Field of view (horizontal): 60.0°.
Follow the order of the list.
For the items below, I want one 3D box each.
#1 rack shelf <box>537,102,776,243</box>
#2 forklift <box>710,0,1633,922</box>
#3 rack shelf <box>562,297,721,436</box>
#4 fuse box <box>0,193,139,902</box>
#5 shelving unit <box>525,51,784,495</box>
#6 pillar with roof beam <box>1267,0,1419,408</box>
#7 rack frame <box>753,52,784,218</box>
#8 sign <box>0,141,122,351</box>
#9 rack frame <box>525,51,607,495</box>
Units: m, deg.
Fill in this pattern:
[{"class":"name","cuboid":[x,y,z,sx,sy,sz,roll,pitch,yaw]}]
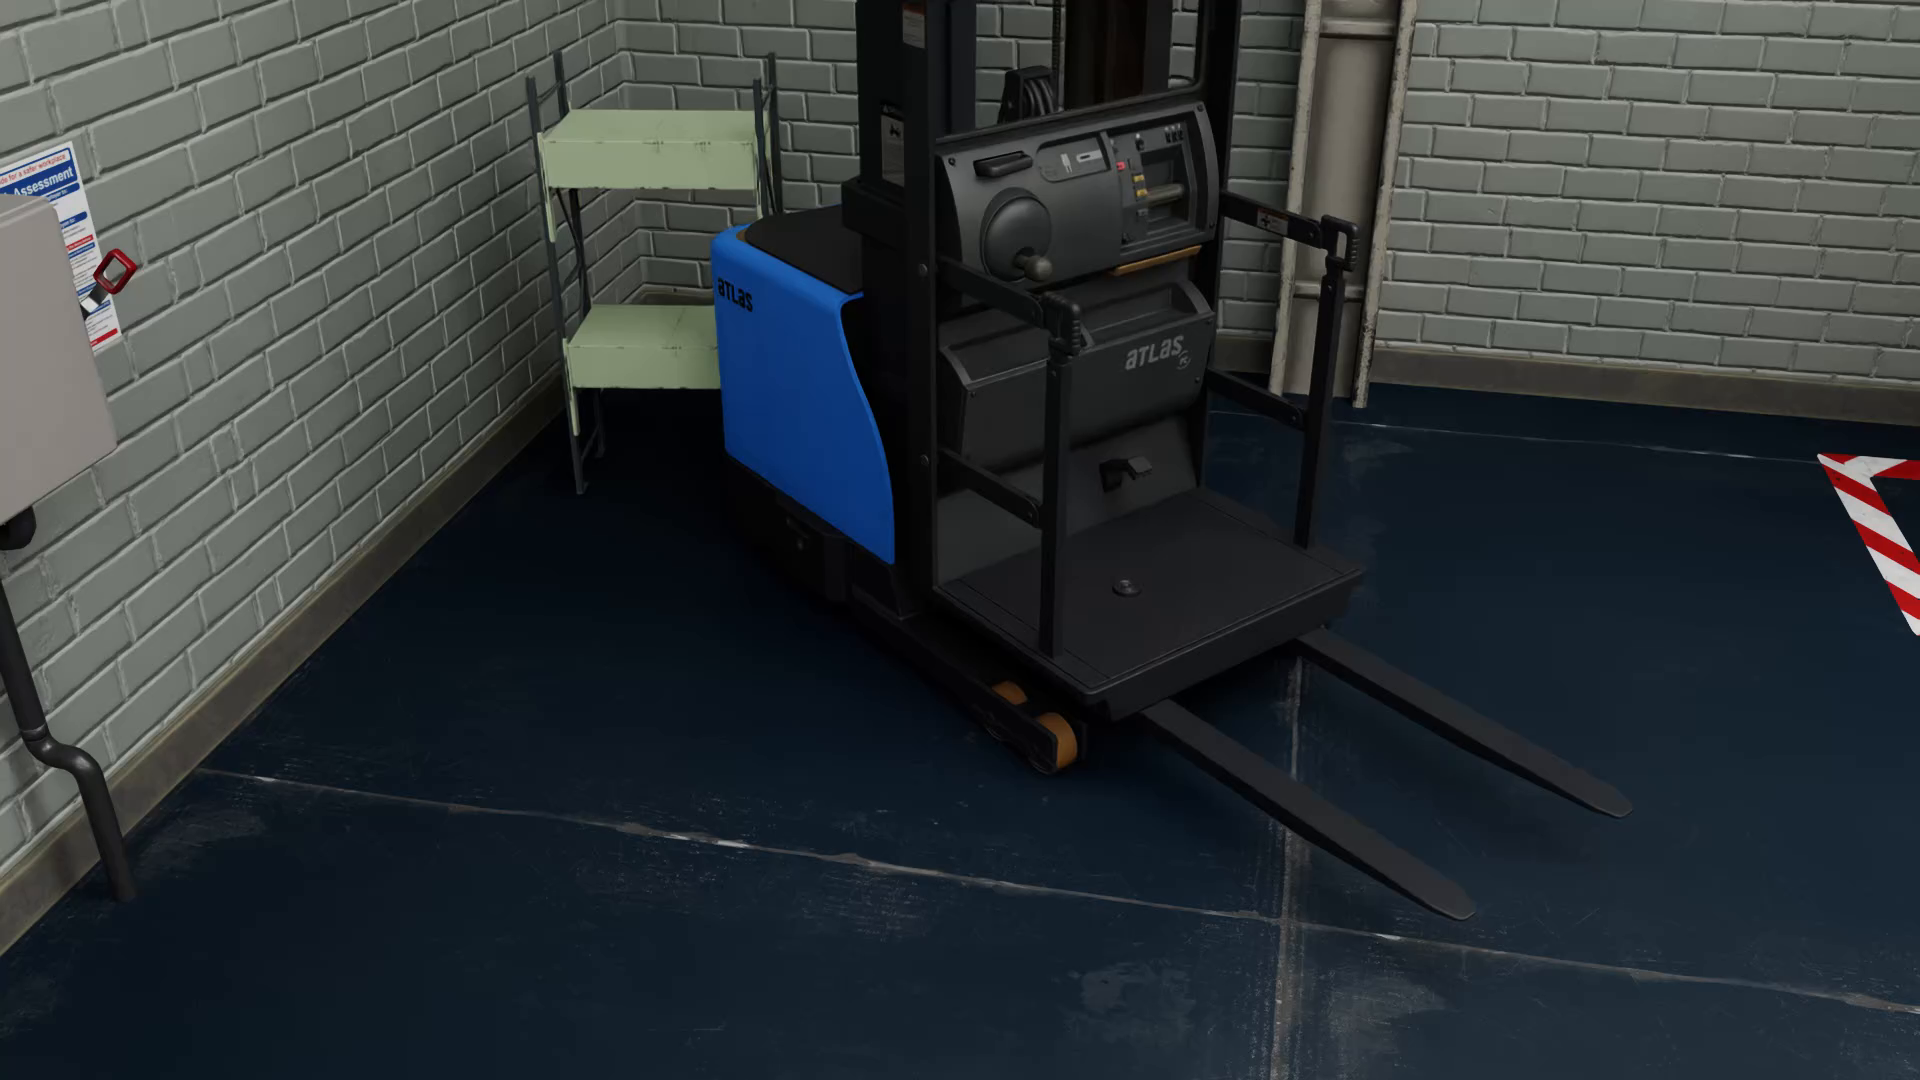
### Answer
[{"class":"rack shelf","cuboid":[-1.012,-1.255,5.668,0.720,0.370,0.431,1,29,2]},{"class":"forklift","cuboid":[0.474,-0.912,4.363,1.130,2.935,3.031,-20,35,-32]},{"class":"rack shelf","cuboid":[-1.012,-0.627,6.012,0.720,0.370,0.431,1,29,2]},{"class":"fuse box","cuboid":[-2.042,0.122,3.745,0.414,1.711,0.539,6,29,11]},{"class":"shelving unit","cuboid":[-1.012,-0.913,5.855,0.755,1.500,0.431,1,29,2]},{"class":"pillar with roof beam","cuboid":[0.582,-2.551,1.039,0.400,9.000,9.100,6,29,11]},{"class":"rack frame","cuboid":[-0.646,-0.907,5.845,0.023,1.500,0.400,1,29,2]},{"class":"sign","cuboid":[-2.141,-0.654,3.920,0.001,0.494,0.329,6,29,11]},{"class":"rack frame","cuboid":[-1.377,-0.918,5.865,0.023,1.500,0.400,1,29,2]}]
